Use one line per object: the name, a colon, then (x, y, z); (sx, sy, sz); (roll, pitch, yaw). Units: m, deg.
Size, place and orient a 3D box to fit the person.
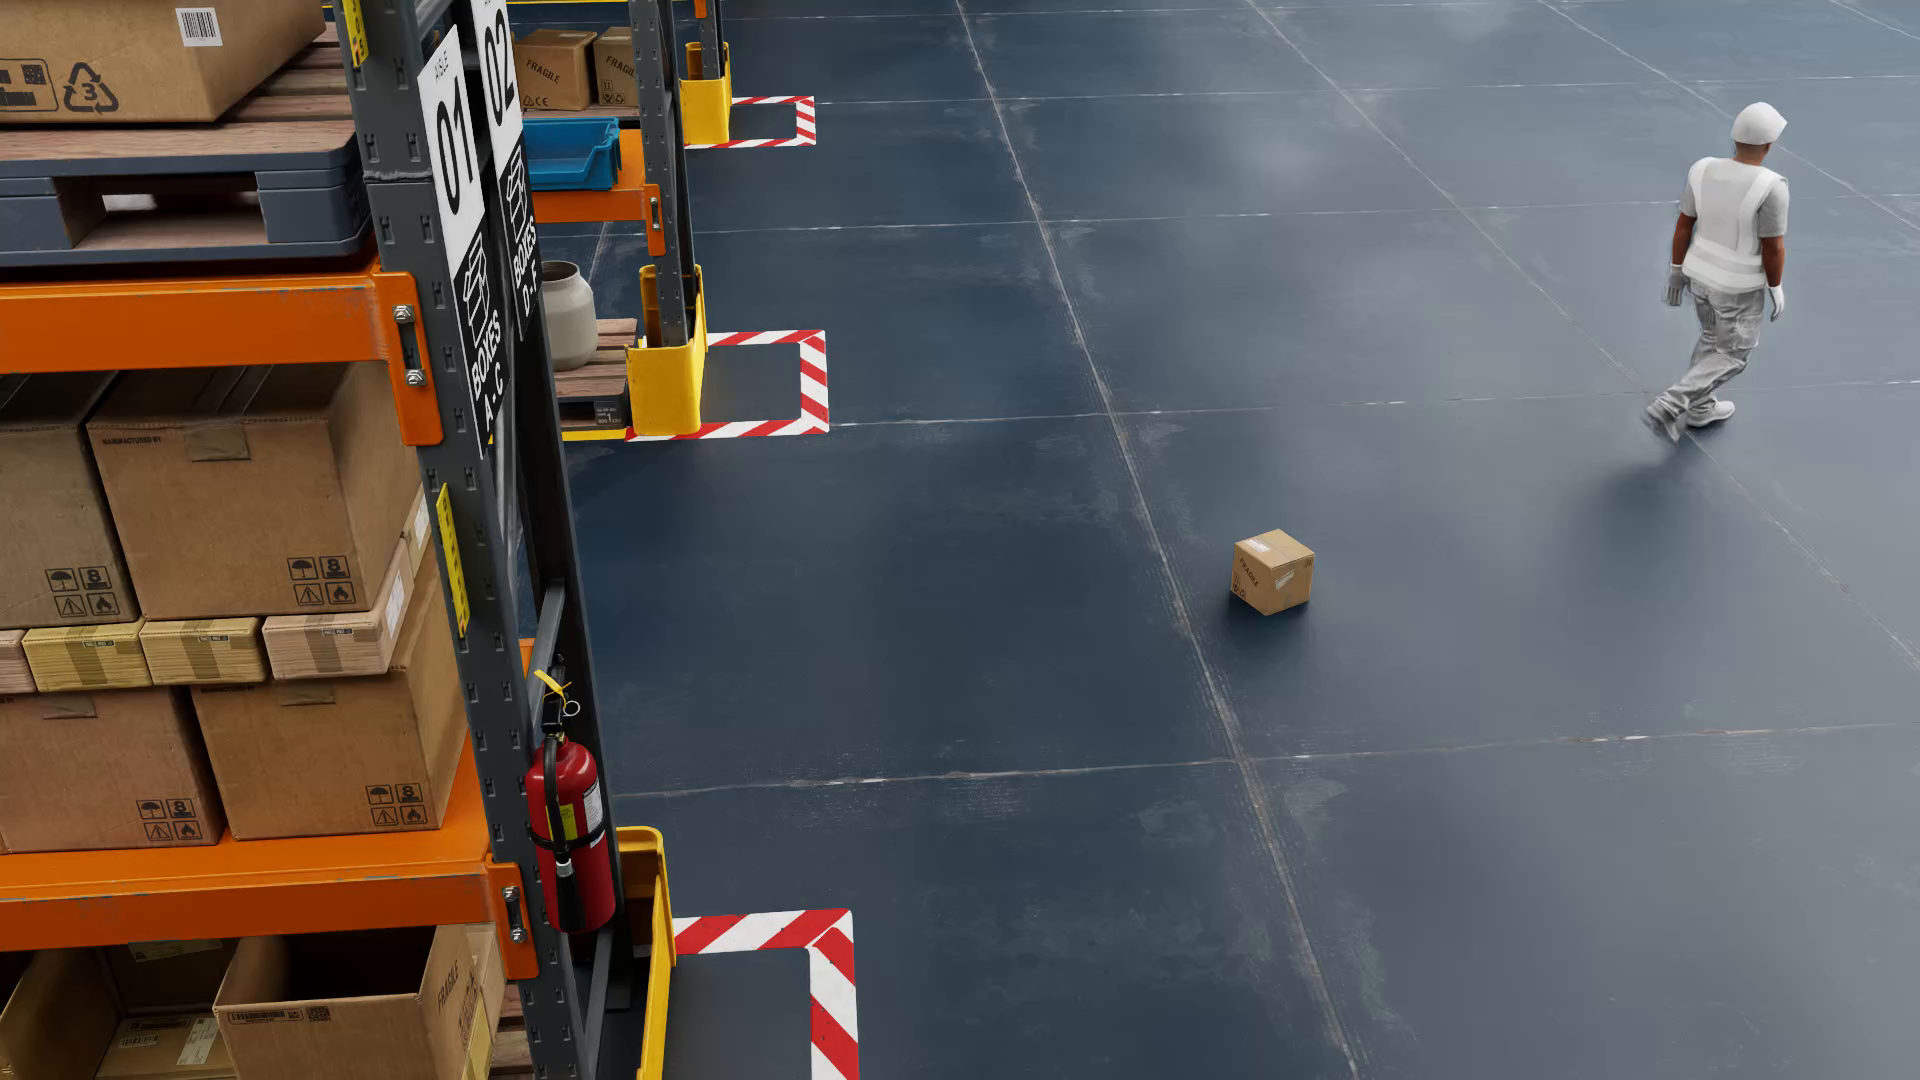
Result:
person: (3.799, -1.303, 8.278); (0.848, 1.757, 0.546); (-14, 34, -22)
